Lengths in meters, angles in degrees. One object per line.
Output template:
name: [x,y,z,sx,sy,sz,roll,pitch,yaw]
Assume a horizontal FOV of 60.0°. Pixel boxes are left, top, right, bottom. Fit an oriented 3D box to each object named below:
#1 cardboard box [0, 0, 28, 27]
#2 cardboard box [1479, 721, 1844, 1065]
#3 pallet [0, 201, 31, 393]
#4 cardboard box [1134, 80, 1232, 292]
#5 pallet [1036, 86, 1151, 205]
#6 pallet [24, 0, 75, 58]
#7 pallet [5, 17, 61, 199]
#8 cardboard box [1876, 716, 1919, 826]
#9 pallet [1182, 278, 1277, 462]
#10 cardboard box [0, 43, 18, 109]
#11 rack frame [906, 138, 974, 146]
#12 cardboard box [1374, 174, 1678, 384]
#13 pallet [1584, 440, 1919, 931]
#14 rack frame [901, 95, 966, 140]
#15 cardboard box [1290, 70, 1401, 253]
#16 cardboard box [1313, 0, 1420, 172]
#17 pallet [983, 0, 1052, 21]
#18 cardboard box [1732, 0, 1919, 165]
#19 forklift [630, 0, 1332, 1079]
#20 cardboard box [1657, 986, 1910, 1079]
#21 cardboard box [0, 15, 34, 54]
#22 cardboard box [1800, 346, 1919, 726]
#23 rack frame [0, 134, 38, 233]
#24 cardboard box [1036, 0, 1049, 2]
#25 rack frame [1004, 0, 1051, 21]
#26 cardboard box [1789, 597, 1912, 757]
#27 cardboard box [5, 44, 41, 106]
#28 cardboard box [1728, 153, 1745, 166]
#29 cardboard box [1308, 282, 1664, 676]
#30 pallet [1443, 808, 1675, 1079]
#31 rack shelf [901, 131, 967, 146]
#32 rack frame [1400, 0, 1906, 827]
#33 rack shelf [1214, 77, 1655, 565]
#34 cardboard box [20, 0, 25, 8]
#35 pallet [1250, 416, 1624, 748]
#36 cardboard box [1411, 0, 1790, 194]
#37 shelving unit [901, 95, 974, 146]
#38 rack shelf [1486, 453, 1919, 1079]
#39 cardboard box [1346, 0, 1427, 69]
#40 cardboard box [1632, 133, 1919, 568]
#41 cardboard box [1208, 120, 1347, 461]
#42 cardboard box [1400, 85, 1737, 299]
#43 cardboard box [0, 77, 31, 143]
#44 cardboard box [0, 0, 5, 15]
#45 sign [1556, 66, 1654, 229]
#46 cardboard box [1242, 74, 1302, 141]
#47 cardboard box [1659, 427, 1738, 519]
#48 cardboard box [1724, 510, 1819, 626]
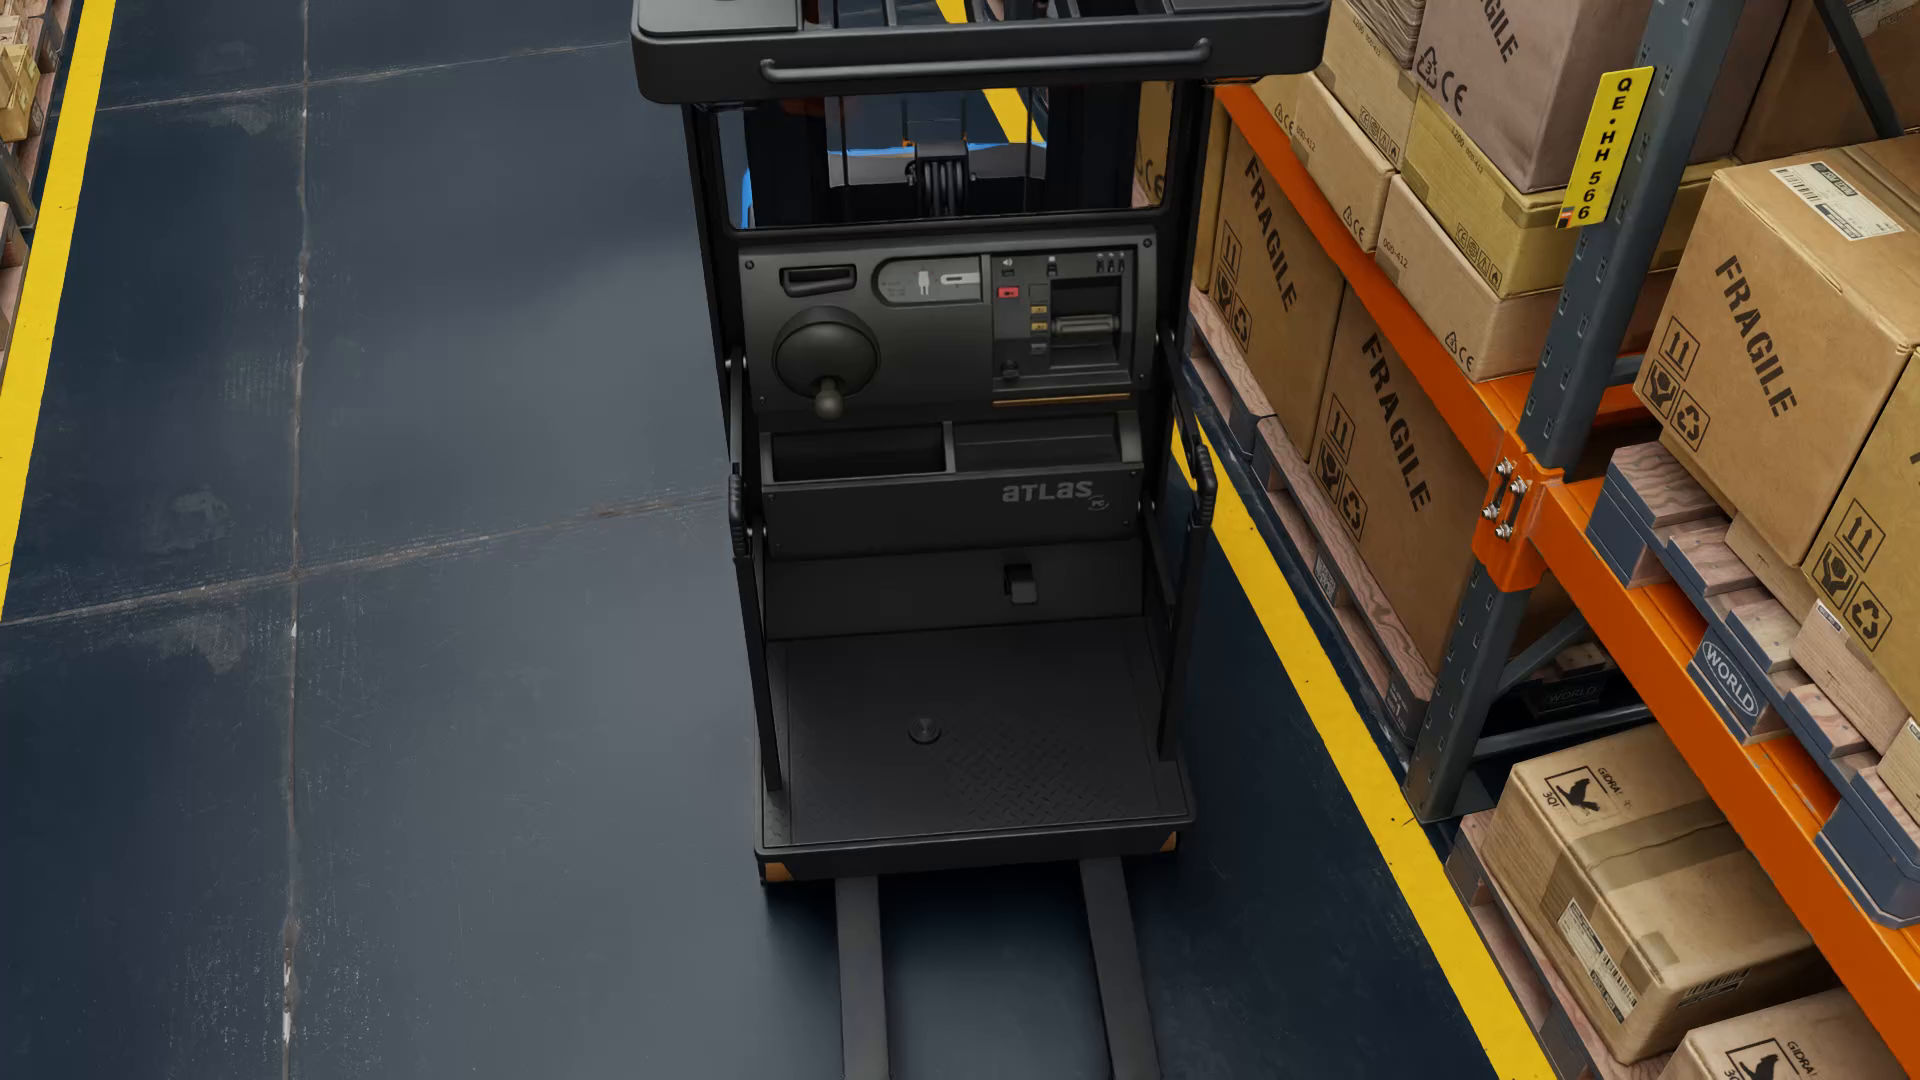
cardboard box: [-4.151,-2.167,6.976,0.380,0.149,0.250,-12,47,-11]
cardboard box: [1.845,0.755,3.955,0.950,0.372,0.625,-14,47,-13]
pallet: [-3.873,-0.683,5.771,1.003,0.211,1.213,-11,47,-10]
cardboard box: [1.161,-1.539,5.851,0.875,0.875,0.875,-9,46,-9]
pallet: [0.956,-1.676,6.745,1.003,0.211,1.213,-11,47,-10]
pallet: [-4.595,-2.521,7.573,1.003,0.211,1.213,-11,47,-10]
pallet: [-4.280,-1.677,6.746,1.003,0.211,1.213,-11,47,-10]
cardboard box: [1.729,0.382,2.657,0.380,0.149,0.250,-10,47,-10]
pallet: [1.272,-0.832,5.918,1.003,0.211,1.213,-11,47,-10]
cardboard box: [-3.857,-1.758,6.367,0.380,0.149,0.250,-9,46,-8]
rack frame: [-0.059,-0.820,5.318,0.200,1.050,0.008,-4,46,-4]
cardboard box: [1.329,-0.658,3.900,0.500,0.250,0.500,-12,47,-12]
pallet: [1.995,0.130,3.156,1.213,0.211,1.003,-11,47,-10]
rack frame: [-0.082,-0.993,5.488,0.200,1.050,0.008,-4,46,-4]
cardboard box: [1.183,-1.008,4.243,0.500,0.250,0.500,-10,46,-10]
cardboard box: [1.205,-1.173,4.054,0.500,0.250,0.500,-12,47,-11]
pallet: [0.567,-2.734,7.782,1.003,0.211,1.213,-11,47,-10]
cardboard box: [1.820,-1.179,3.536,0.500,0.500,0.500,-12,47,-12]
forklift: [0.002,-0.390,3.580,1.130,2.935,3.031,-4,46,-4]
cardboard box: [2.041,1.263,3.457,0.950,0.372,0.625,-12,47,-11]
cardboard box: [-4.038,-2.001,6.813,0.380,0.149,0.250,-11,47,-11]
cardboard box: [1.742,0.016,2.562,0.500,0.500,0.500,-9,46,-8]
rack frame: [-4.073,-2.196,5.302,1.000,3.000,0.127,-11,47,-10]
cardboard box: [0.629,-2.874,7.466,0.875,0.438,0.875,-11,47,-11]
rack frame: [0.686,-3.171,6.257,1.000,3.000,0.127,-11,47,-10]
cardboard box: [1.679,0.189,2.847,0.380,0.149,0.250,-14,47,-13]
cardboard box: [-3.924,-1.839,6.654,0.380,0.149,0.250,-9,46,-9]
cardboard box: [1.819,-0.927,3.813,0.500,0.250,0.500,-11,47,-11]
cardboard box: [1.613,-0.305,4.642,0.875,0.875,0.875,-11,47,-11]
pallet: [1.908,1.107,4.018,1.003,0.211,1.213,-11,47,-10]
rack shelf: [-0.071,-1.097,5.208,0.215,0.259,0.240,-4,46,-4]
rack frame: [1.710,-0.409,3.551,1.000,3.000,0.127,-11,47,-10]
rack shelf: [1.198,-1.538,5.161,1.077,0.370,4.000,-11,47,-10]
cardboard box: [-4.254,-2.347,7.152,0.380,0.149,0.250,-13,47,-12]
pallet: [1.581,0.009,5.094,1.003,0.211,1.213,-11,47,-10]
cardboard box: [1.325,-1.103,3.461,0.500,0.500,0.500,-12,47,-11]
shelving unit: [-0.071,-0.906,5.403,0.215,1.050,0.252,-4,46,-4]
rack shelf: [2.222,1.223,2.455,1.077,0.370,4.000,-11,47,-10]
cardboard box: [1.185,-1.456,3.807,0.500,0.500,0.500,-10,46,-10]
cardboard box: [1.601,-0.342,2.913,0.500,0.500,0.500,-12,47,-11]
cardboard box: [1.389,-0.921,5.246,0.875,0.875,0.875,-10,46,-10]
cardboard box: [1.340,-0.820,3.708,0.500,0.250,0.500,-11,47,-10]
cardboard box: [-3.856,-1.655,6.474,0.380,0.149,0.250,-13,47,-12]
cardboard box: [-4.172,-2.265,6.863,0.380,0.149,0.250,-13,47,-12]
sign: [1.174,-0.711,3.036,0.100,0.325,0.005,-11,47,-10]
cardboard box: [1.070,-1.359,4.587,0.500,0.250,0.500,-11,47,-11]
cardboard box: [1.613,-0.210,3.237,0.380,0.149,0.250,-13,47,-13]
cardboard box: [1.653,-0.009,3.040,0.380,0.149,0.250,-13,47,-13]
